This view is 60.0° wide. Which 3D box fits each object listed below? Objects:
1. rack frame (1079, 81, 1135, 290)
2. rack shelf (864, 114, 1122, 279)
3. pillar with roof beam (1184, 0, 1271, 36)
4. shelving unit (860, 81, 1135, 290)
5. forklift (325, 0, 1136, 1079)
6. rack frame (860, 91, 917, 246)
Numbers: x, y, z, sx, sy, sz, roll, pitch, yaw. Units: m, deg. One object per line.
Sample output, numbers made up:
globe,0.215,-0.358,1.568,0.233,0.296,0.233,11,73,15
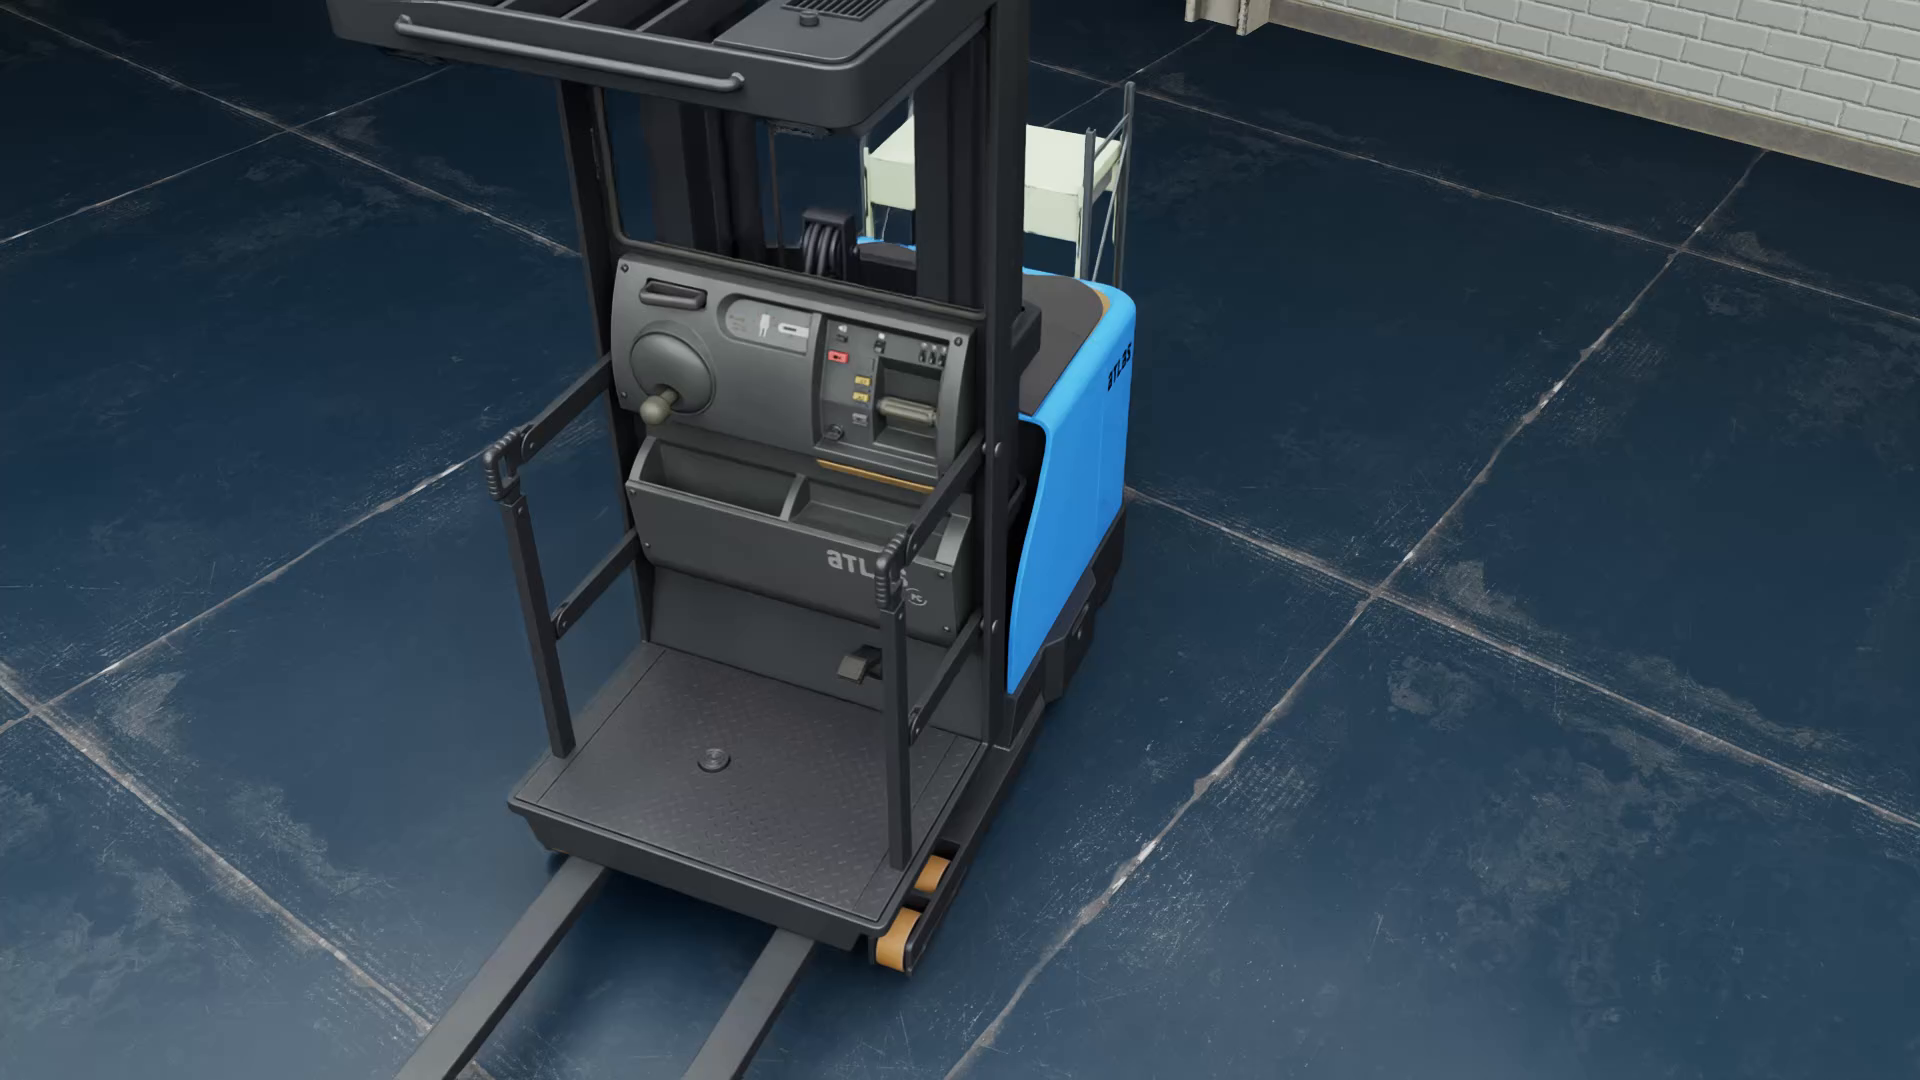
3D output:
rack frame,0.451,-0.706,5.435,0.023,1.500,0.400,15,40,18
rack shelf,0.114,-1.101,5.307,0.720,0.370,0.431,15,40,18
pillar with roof beam,-1.075,-4.429,4.108,0.400,9.000,9.100,25,45,29
shelving unit,0.114,-0.794,5.547,0.755,1.500,0.431,15,40,18
forklift,-0.500,-0.338,3.805,1.130,2.935,3.031,15,40,18
rack frame,-0.223,-0.882,5.659,0.023,1.500,0.400,15,40,18
